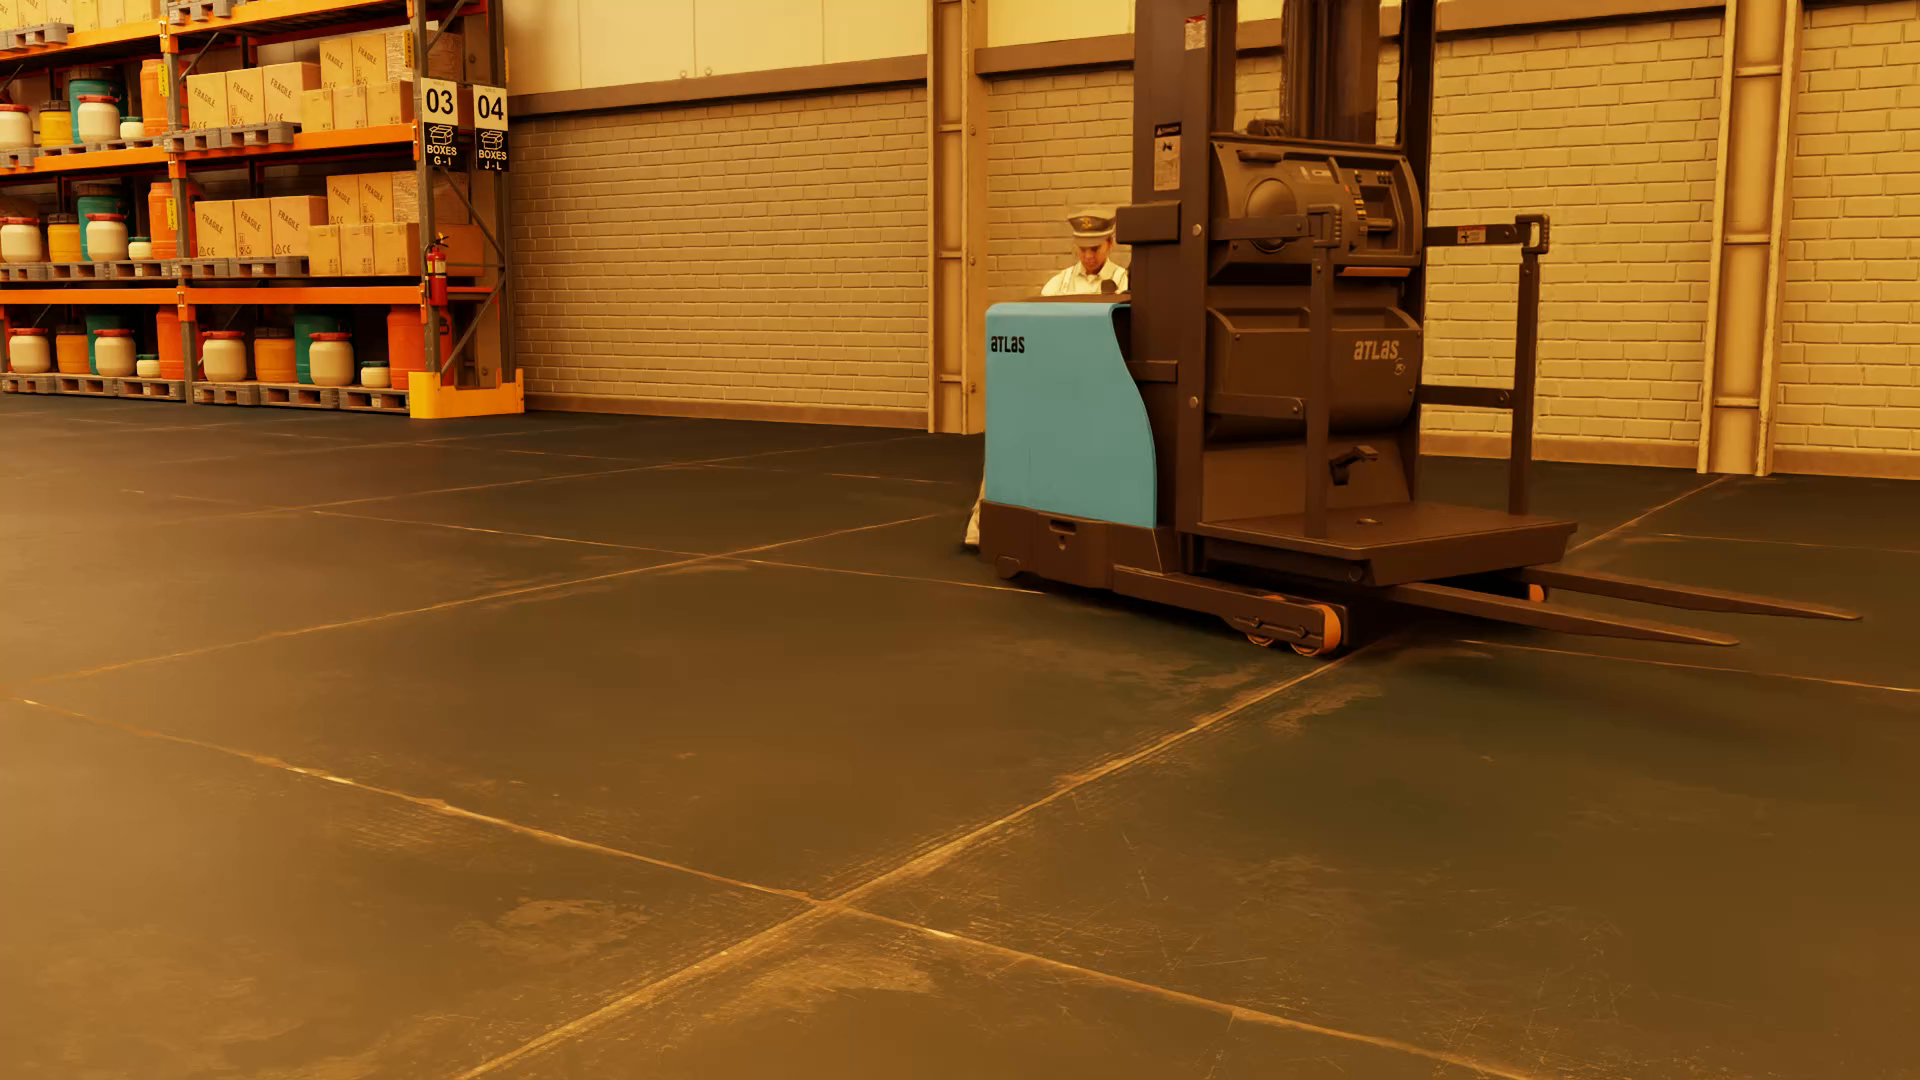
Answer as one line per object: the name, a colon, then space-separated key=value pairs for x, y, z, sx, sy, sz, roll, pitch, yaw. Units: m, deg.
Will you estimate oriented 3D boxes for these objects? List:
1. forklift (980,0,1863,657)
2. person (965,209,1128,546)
forklift: x=1.335 y=-1.169 z=5.416 sx=1.130 sy=2.935 sz=3.031 roll=-6 pitch=10 yaw=-35
person: x=0.593 y=-0.696 z=7.364 sx=1.001 sy=1.518 sz=0.928 roll=3 pitch=9 yaw=22
